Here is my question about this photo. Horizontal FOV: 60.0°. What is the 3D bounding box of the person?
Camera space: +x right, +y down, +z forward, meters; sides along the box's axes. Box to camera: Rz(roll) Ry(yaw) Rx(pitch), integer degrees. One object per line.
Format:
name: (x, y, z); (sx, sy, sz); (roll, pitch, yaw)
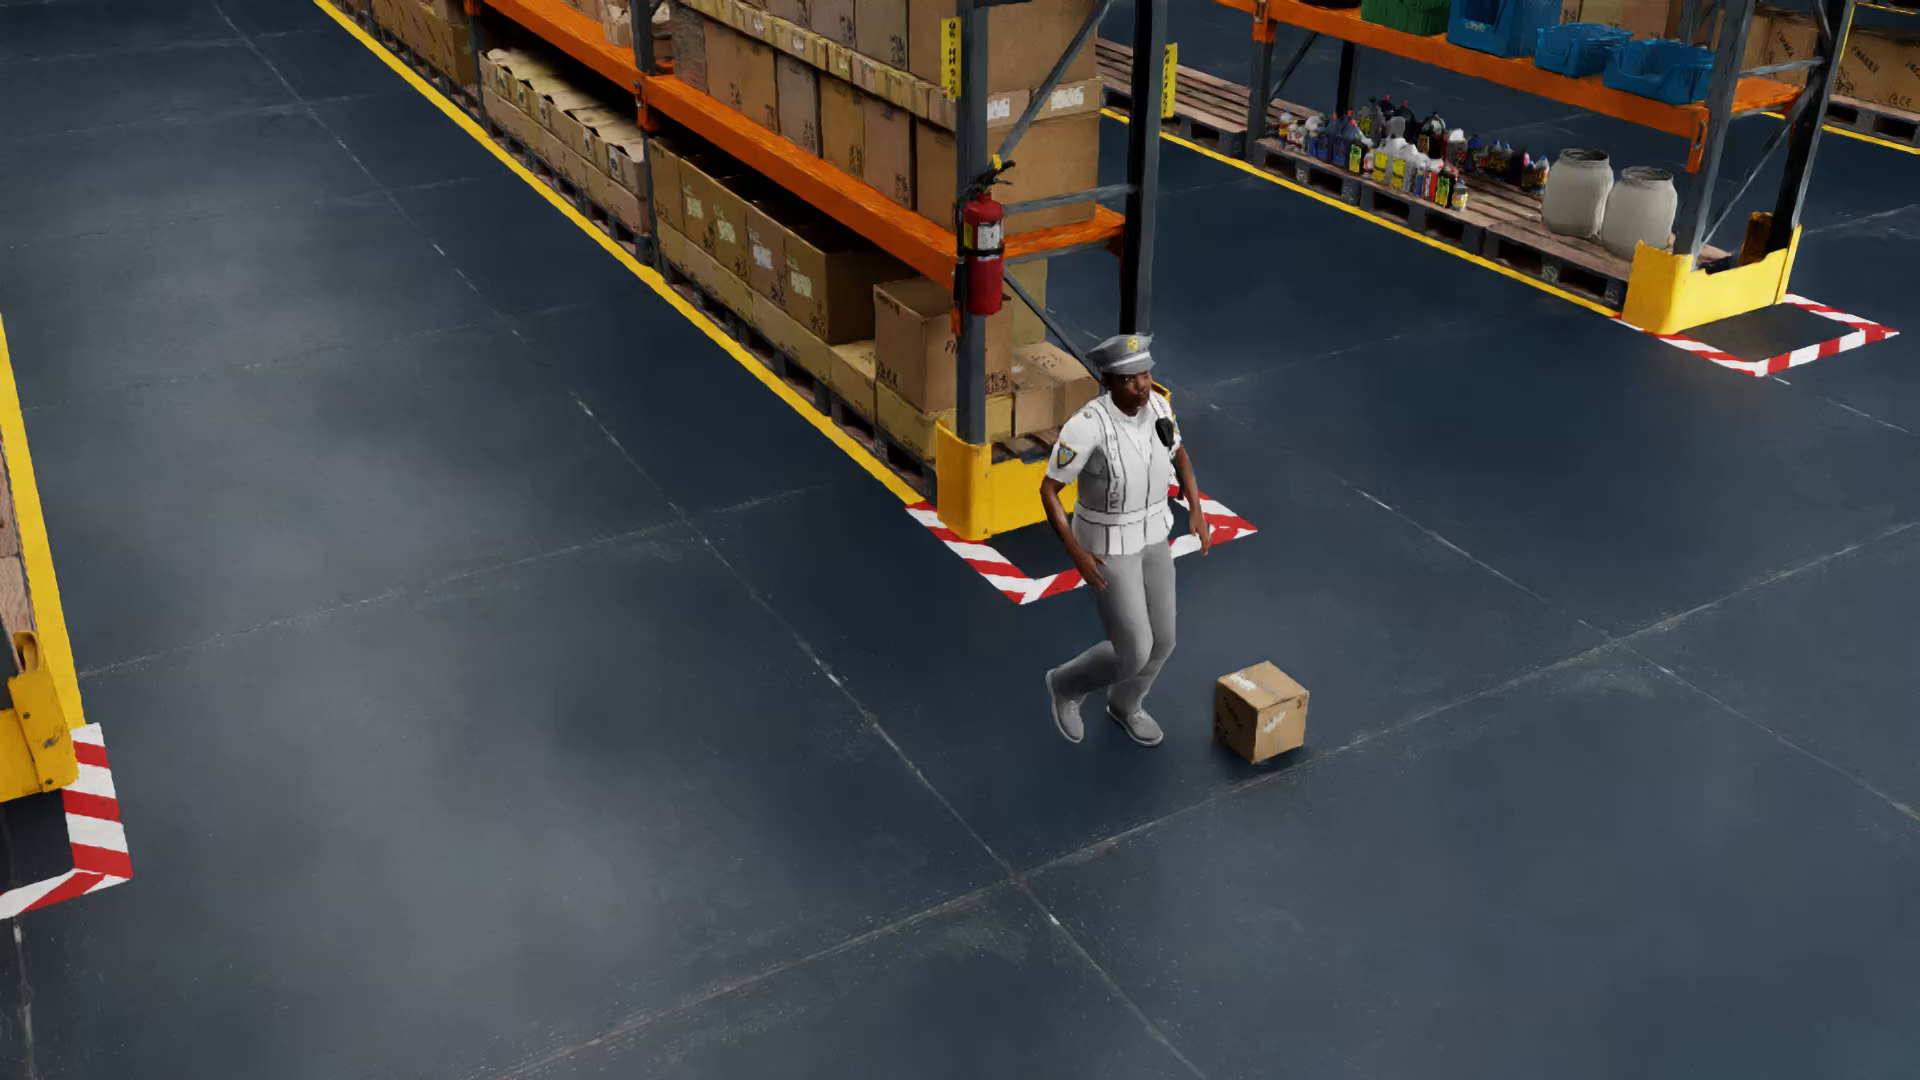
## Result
person: (0.645, 0.025, 6.082); (0.632, 1.671, 0.465); (-22, 36, -34)
